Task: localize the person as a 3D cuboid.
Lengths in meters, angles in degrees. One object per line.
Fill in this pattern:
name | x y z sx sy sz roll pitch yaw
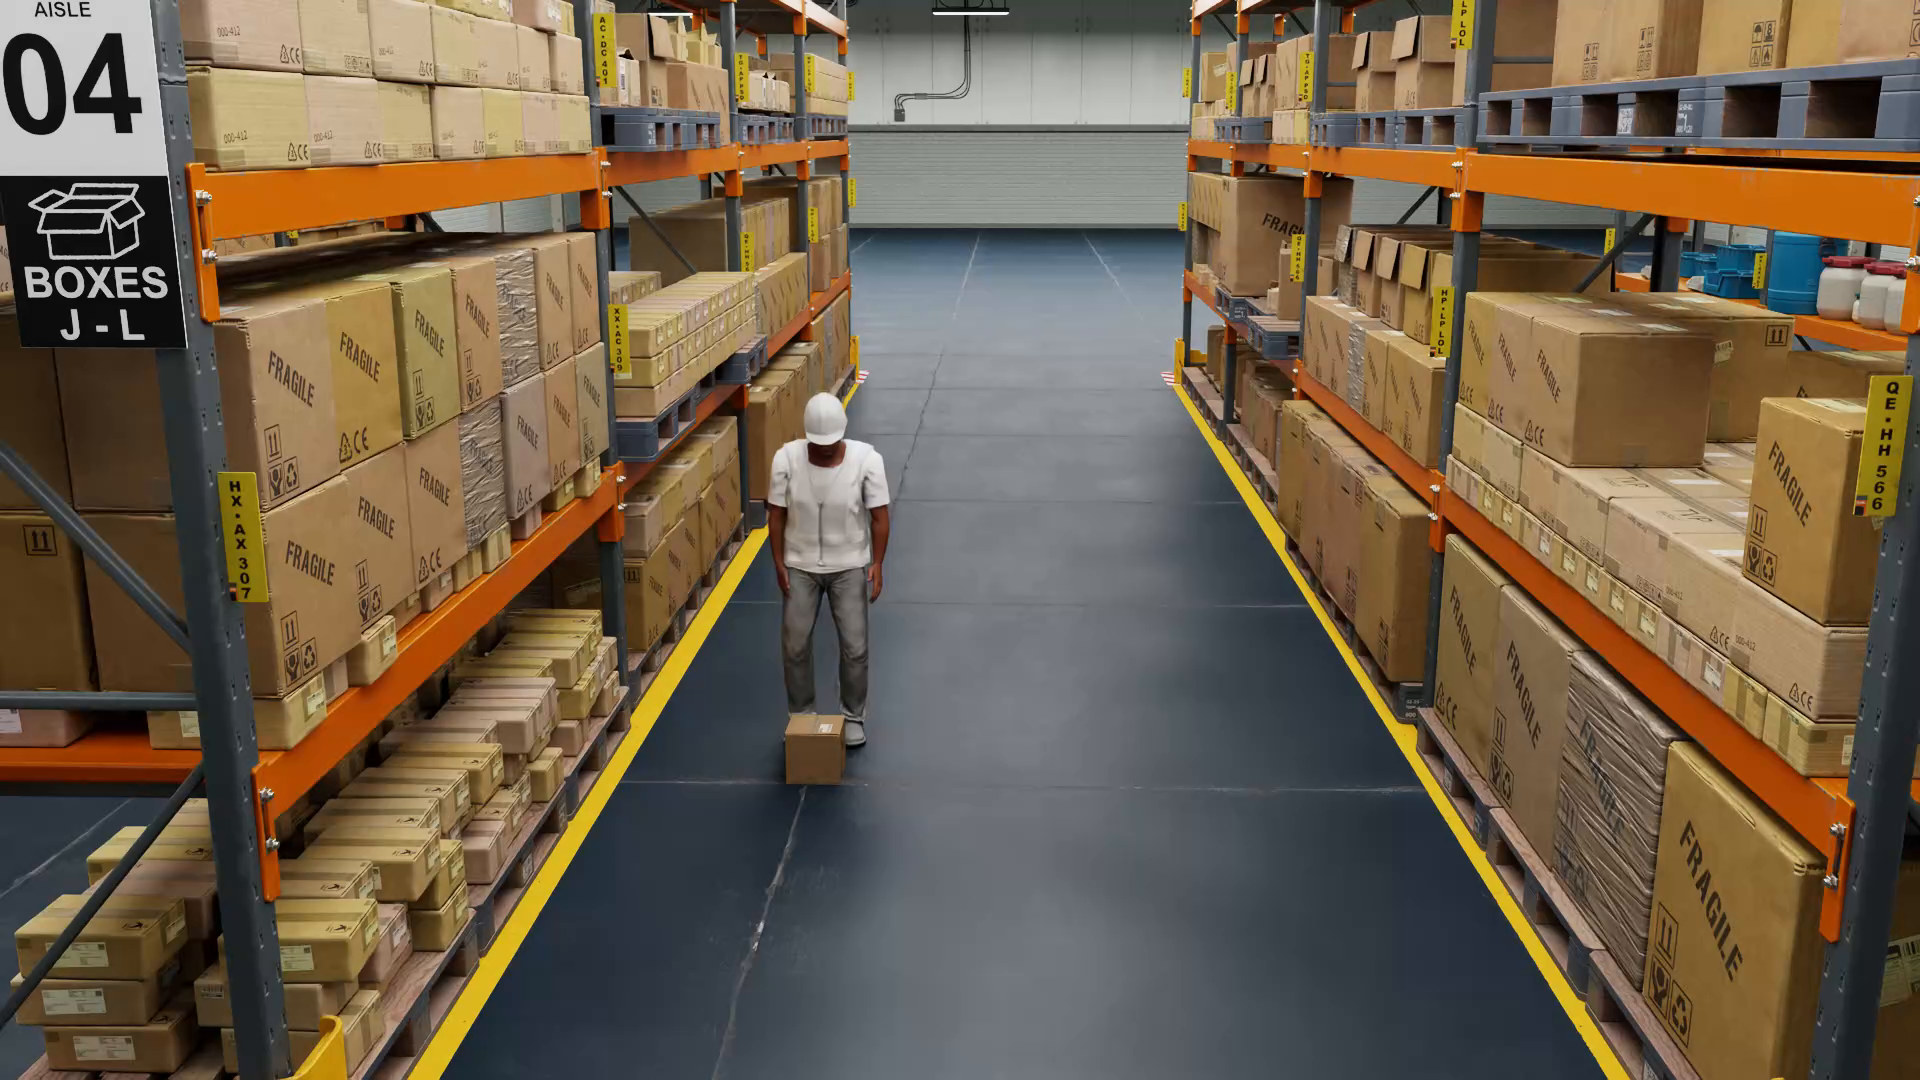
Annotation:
person | -0.627 0.140 7.969 0.588 1.725 0.437 1 14 3
